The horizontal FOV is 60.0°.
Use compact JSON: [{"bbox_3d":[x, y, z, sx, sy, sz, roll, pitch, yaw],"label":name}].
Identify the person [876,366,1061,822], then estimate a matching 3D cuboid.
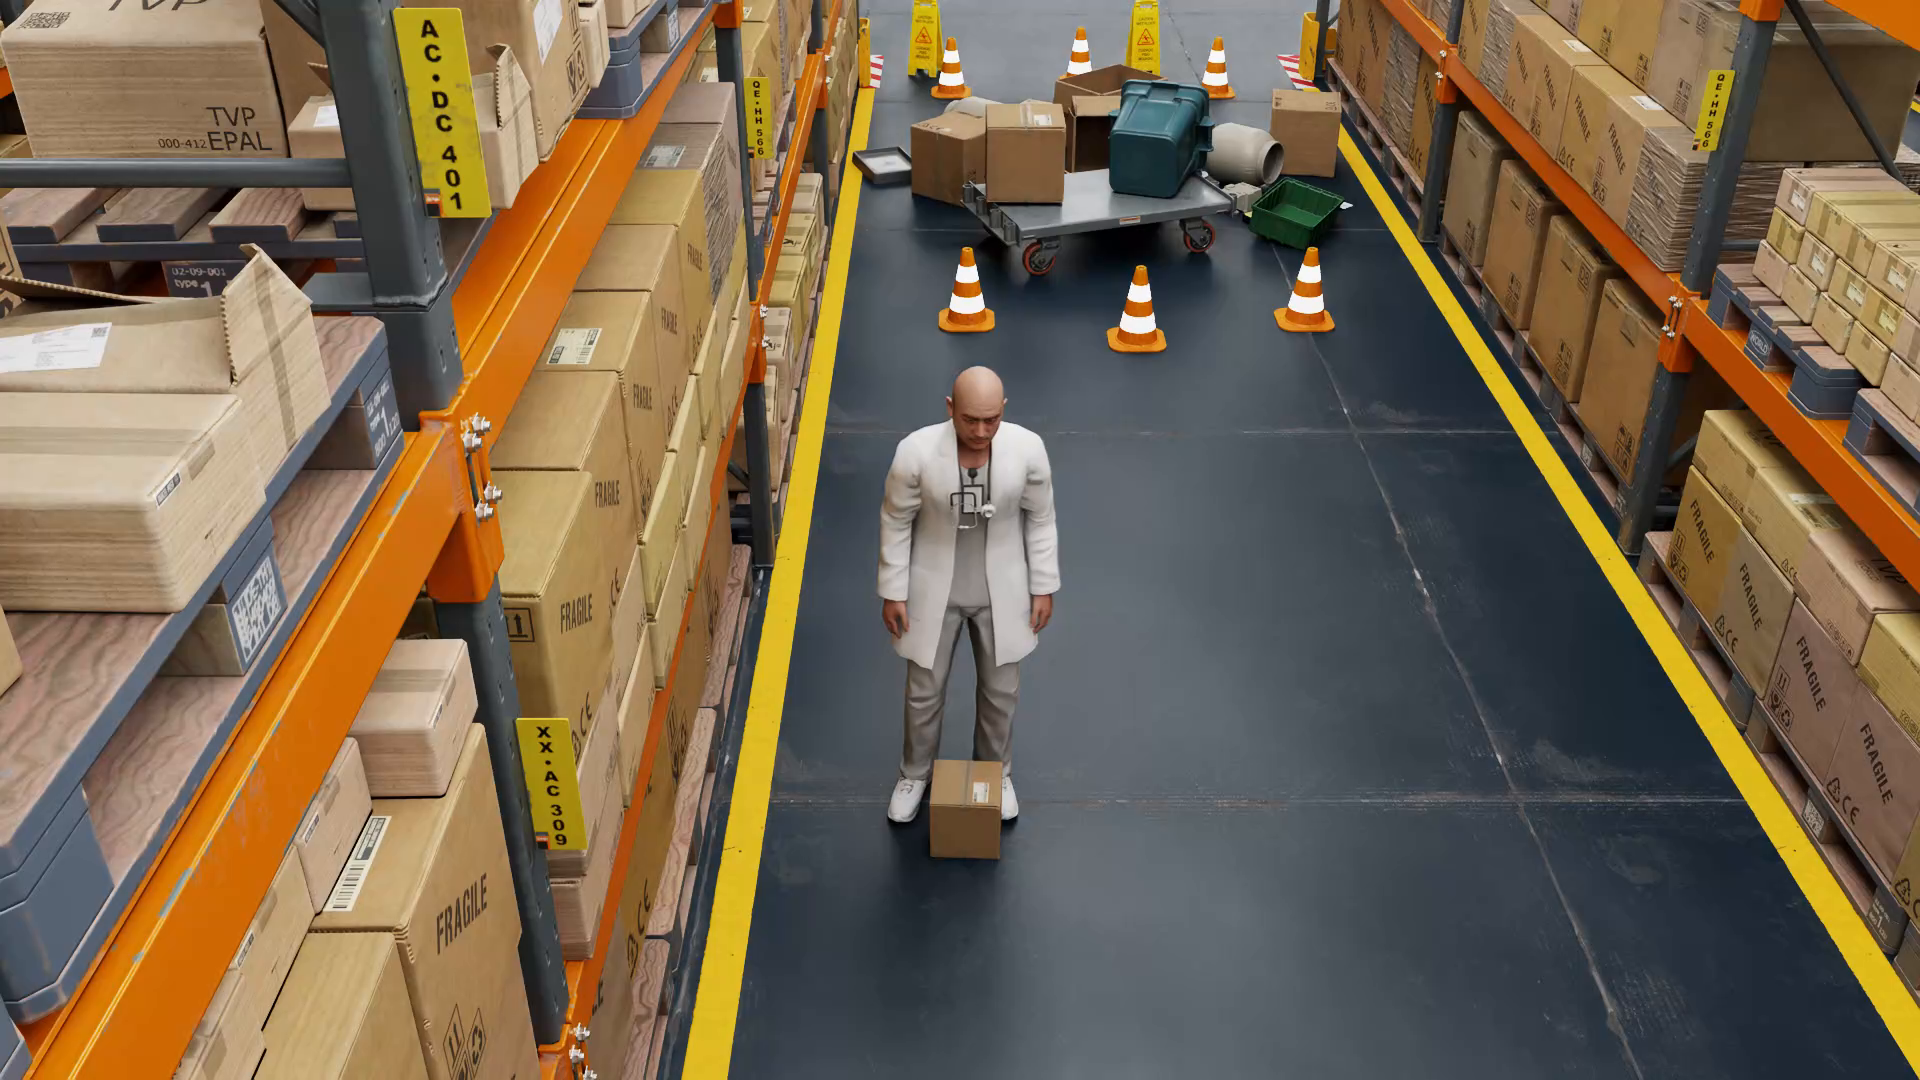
[{"bbox_3d":[0.031,0.190,5.834,0.649,1.772,0.429,-2,31,-3],"label":"person"}]
